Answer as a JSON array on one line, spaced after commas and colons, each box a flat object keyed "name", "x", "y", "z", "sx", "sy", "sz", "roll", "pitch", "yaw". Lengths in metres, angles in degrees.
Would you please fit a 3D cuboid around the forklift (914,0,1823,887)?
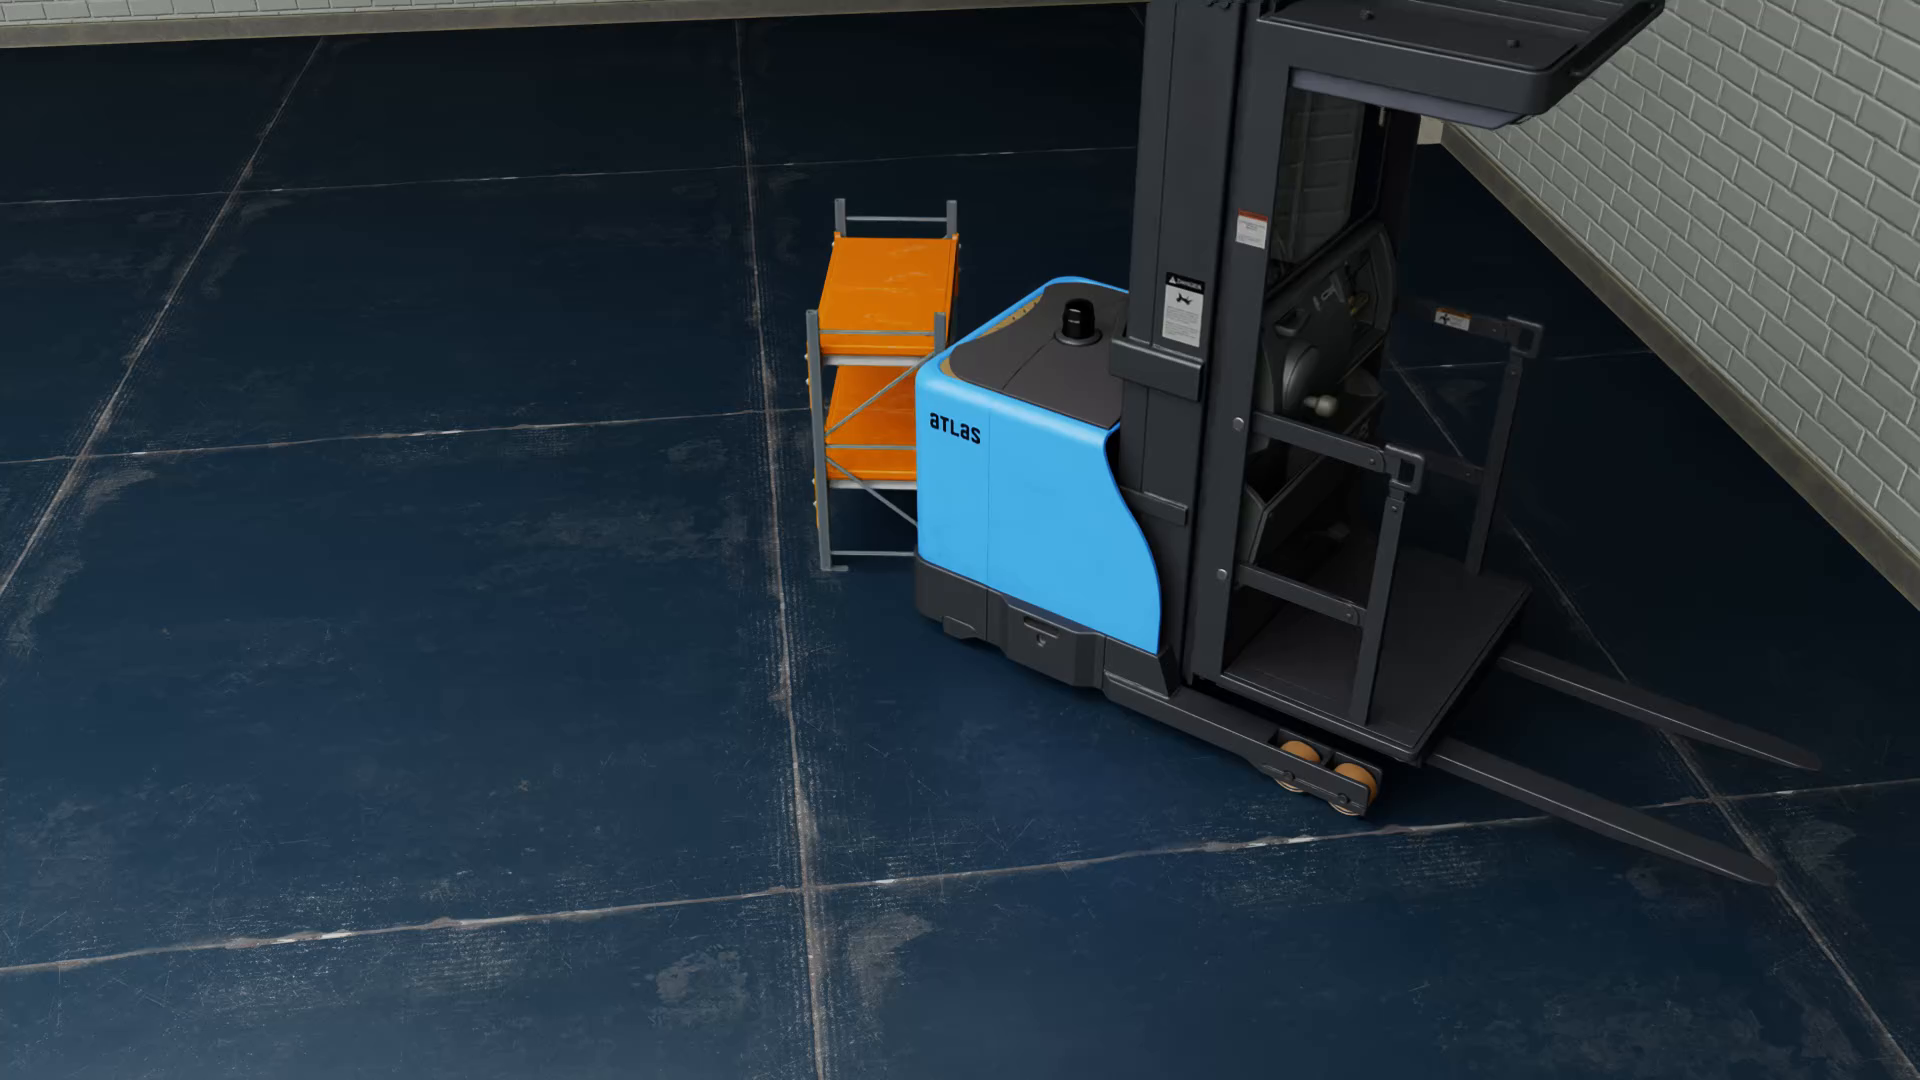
[{"name": "forklift", "x": 1.329, "y": -0.655, "z": 5.108, "sx": 3.031, "sy": 2.935, "sz": 1.130, "roll": 21, "pitch": 40, "yaw": 28}]

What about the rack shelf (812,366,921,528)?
[{"name": "rack shelf", "x": -0.280, "y": -0.431, "z": 6.817, "sx": 0.538, "sy": 0.278, "sz": 1.000, "roll": 1, "pitch": 34, "yaw": 2}]

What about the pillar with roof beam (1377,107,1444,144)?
[{"name": "pillar with roof beam", "x": -1.407, "y": -5.973, "z": 7.524, "sx": 9.100, "sy": 9.000, "sz": 0.400, "roll": -4, "pitch": 35, "yaw": -6}]

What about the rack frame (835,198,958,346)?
[{"name": "rack frame", "x": -0.261, "y": -0.919, "z": 7.099, "sx": 0.500, "sy": 1.125, "sz": 0.032, "roll": 1, "pitch": 34, "yaw": 2}]

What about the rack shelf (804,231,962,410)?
[{"name": "rack shelf", "x": -0.280, "y": -0.875, "z": 6.515, "sx": 0.538, "sy": 0.278, "sz": 1.000, "roll": 1, "pitch": 34, "yaw": 2}]

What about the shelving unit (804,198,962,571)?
[{"name": "shelving unit", "x": -0.280, "y": -0.633, "z": 6.680, "sx": 0.538, "sy": 1.125, "sz": 1.048, "roll": 1, "pitch": 34, "yaw": 2}]

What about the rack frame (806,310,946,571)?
[{"name": "rack frame", "x": -0.300, "y": -0.347, "z": 6.260, "sx": 0.500, "sy": 1.125, "sz": 0.032, "roll": 1, "pitch": 34, "yaw": 2}]
